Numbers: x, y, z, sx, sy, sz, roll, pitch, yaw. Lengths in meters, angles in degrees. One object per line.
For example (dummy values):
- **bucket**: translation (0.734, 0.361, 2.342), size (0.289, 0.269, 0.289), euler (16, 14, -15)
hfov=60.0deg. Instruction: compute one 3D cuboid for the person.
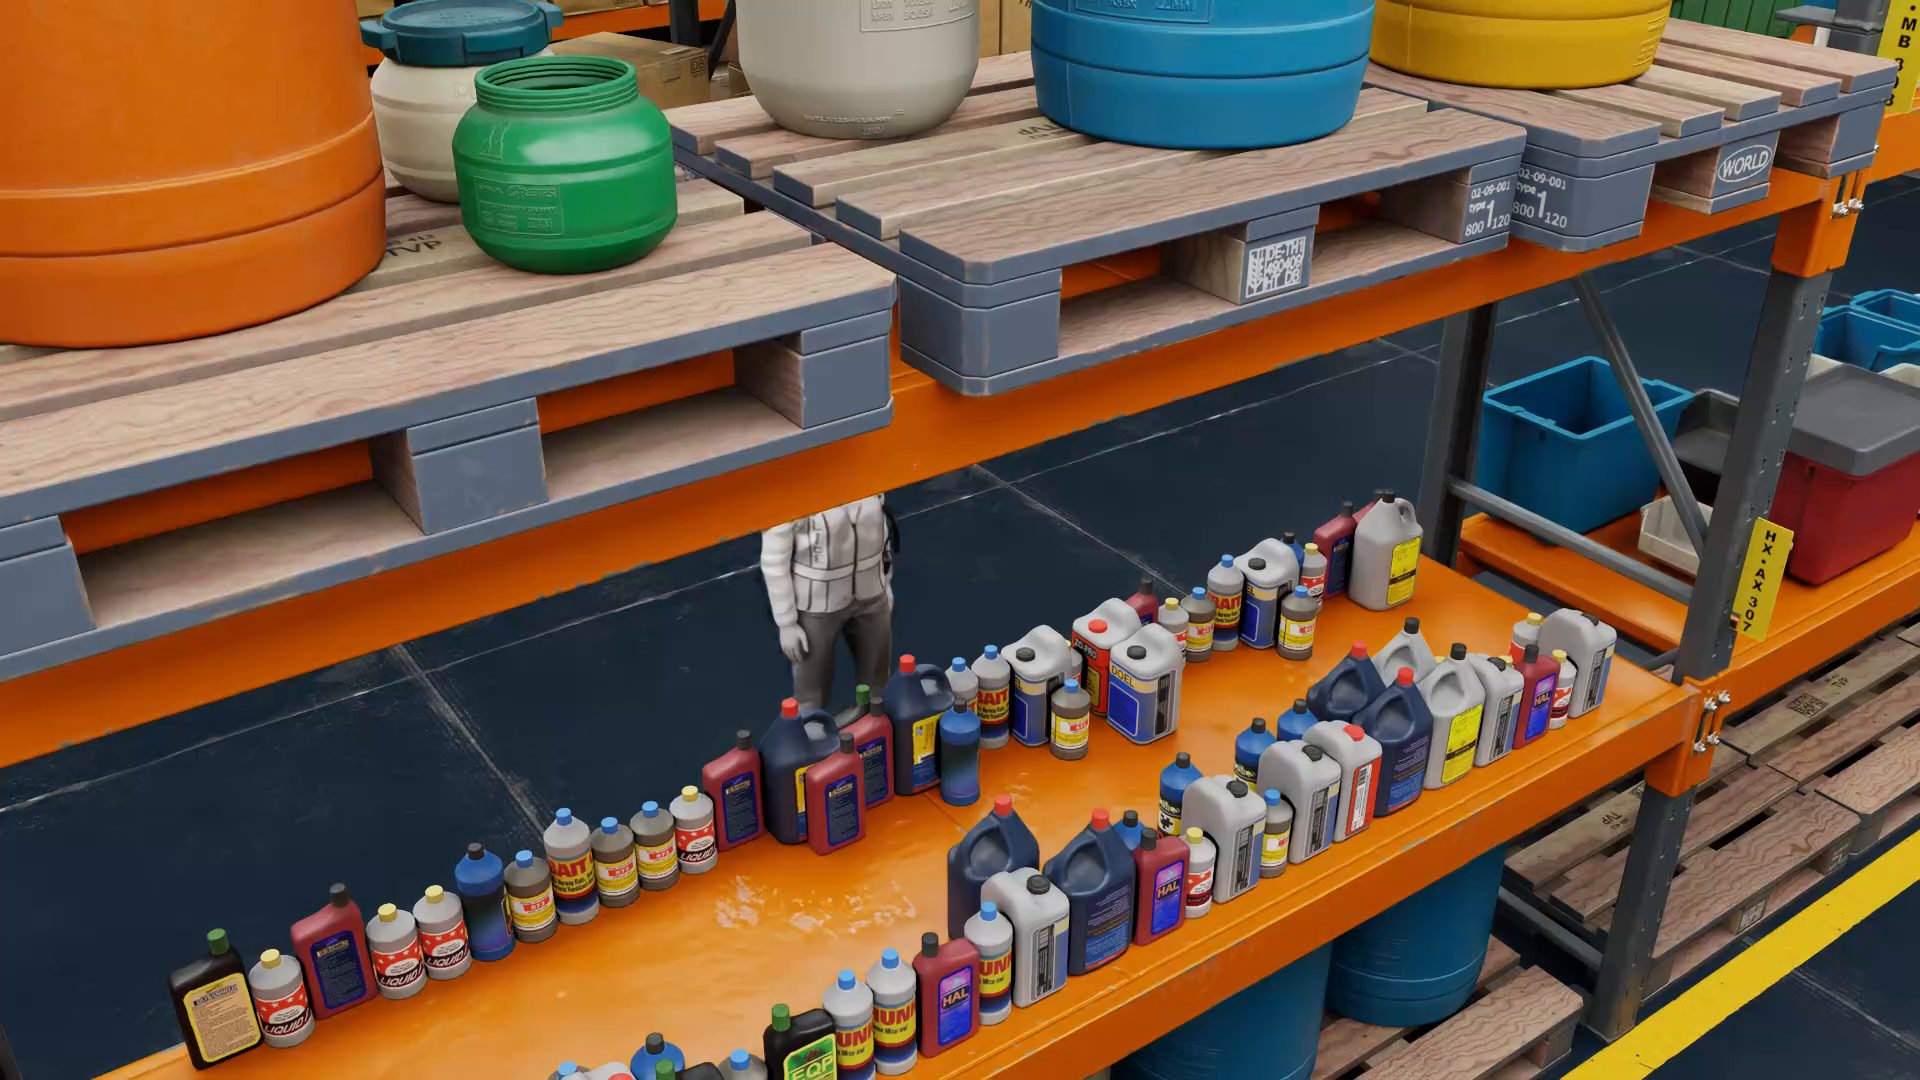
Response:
- **person**: translation (-0.422, 0.203, 5.676), size (0.507, 1.689, 0.356), euler (-19, 34, -30)
